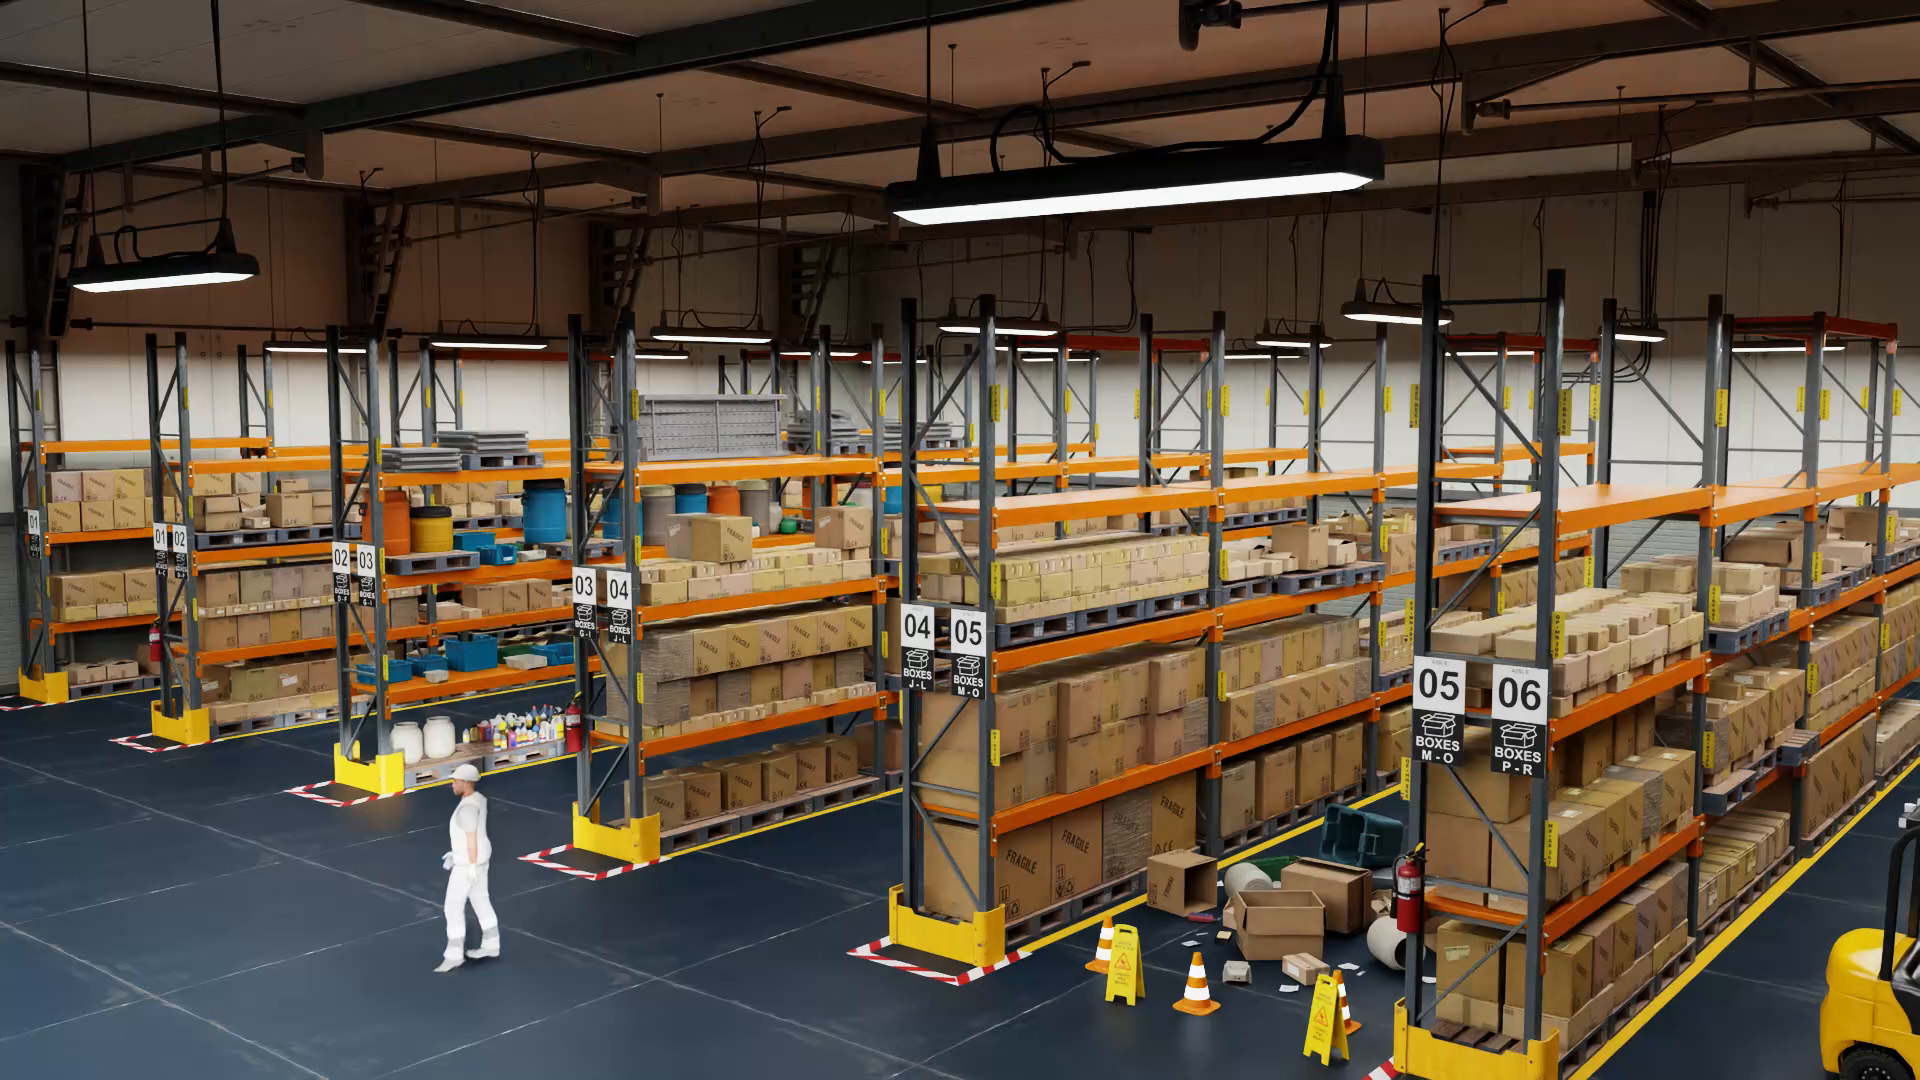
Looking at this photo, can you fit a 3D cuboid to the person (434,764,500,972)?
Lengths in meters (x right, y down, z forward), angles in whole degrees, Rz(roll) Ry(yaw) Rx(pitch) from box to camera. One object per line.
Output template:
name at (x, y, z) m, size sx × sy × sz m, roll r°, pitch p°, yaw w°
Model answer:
person at (-4.453, 2.947, 15.005) m, size 0.532 × 1.859 × 0.552 m, roll 0°, pitch 5°, yaw 1°

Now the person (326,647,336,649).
person at (-11.212, 1.718, 29.425) m, size 0.461 × 1.594 × 0.587 m, roll 4°, pitch 7°, yaw 40°
